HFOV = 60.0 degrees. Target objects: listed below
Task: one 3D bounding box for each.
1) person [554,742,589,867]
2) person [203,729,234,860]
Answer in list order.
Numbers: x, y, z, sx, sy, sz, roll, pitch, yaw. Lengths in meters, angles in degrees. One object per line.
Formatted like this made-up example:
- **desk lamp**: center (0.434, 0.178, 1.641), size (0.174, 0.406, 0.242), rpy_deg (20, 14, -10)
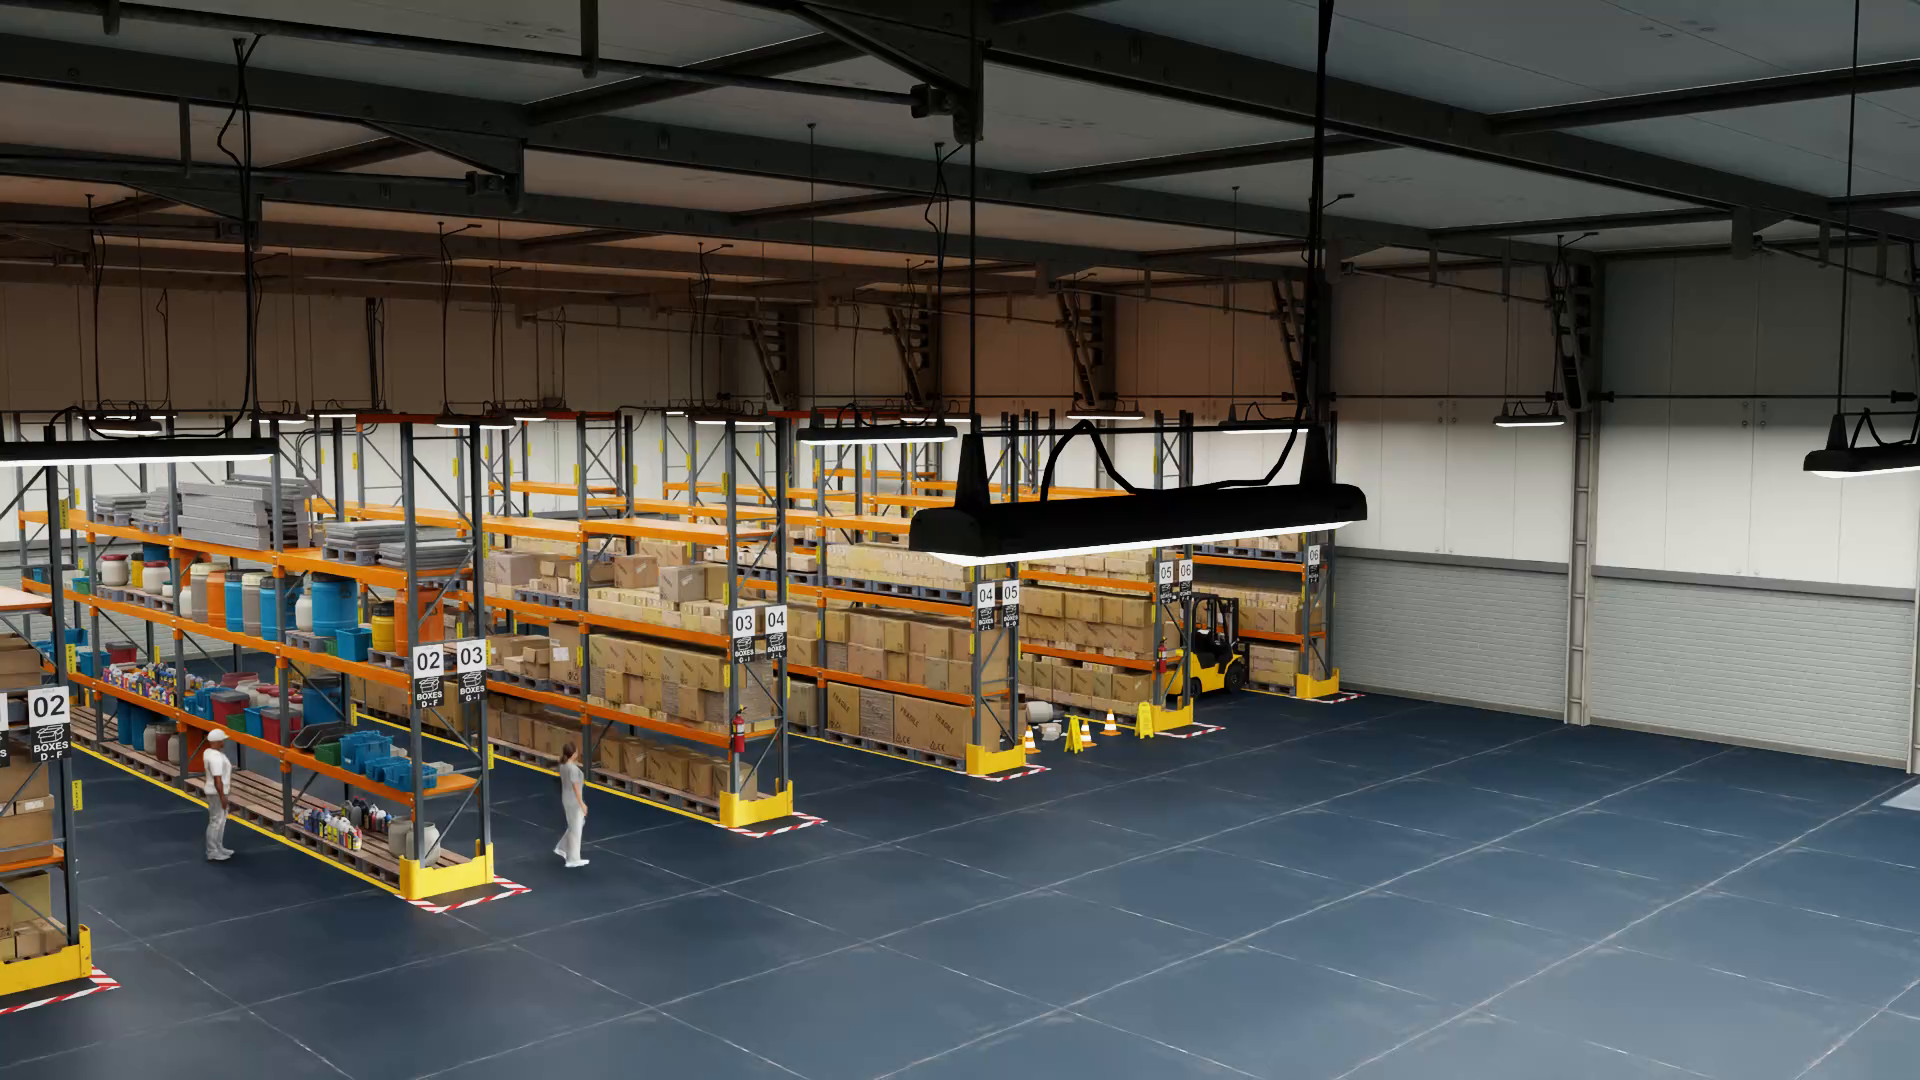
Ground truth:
- **person**: center (-5.253, 3.555, 22.442), size (0.425, 1.672, 0.524), rpy_deg (-2, 5, -22)
- **person**: center (-10.165, 3.465, 22.787), size (0.373, 1.778, 0.621), rpy_deg (-2, 5, -17)
